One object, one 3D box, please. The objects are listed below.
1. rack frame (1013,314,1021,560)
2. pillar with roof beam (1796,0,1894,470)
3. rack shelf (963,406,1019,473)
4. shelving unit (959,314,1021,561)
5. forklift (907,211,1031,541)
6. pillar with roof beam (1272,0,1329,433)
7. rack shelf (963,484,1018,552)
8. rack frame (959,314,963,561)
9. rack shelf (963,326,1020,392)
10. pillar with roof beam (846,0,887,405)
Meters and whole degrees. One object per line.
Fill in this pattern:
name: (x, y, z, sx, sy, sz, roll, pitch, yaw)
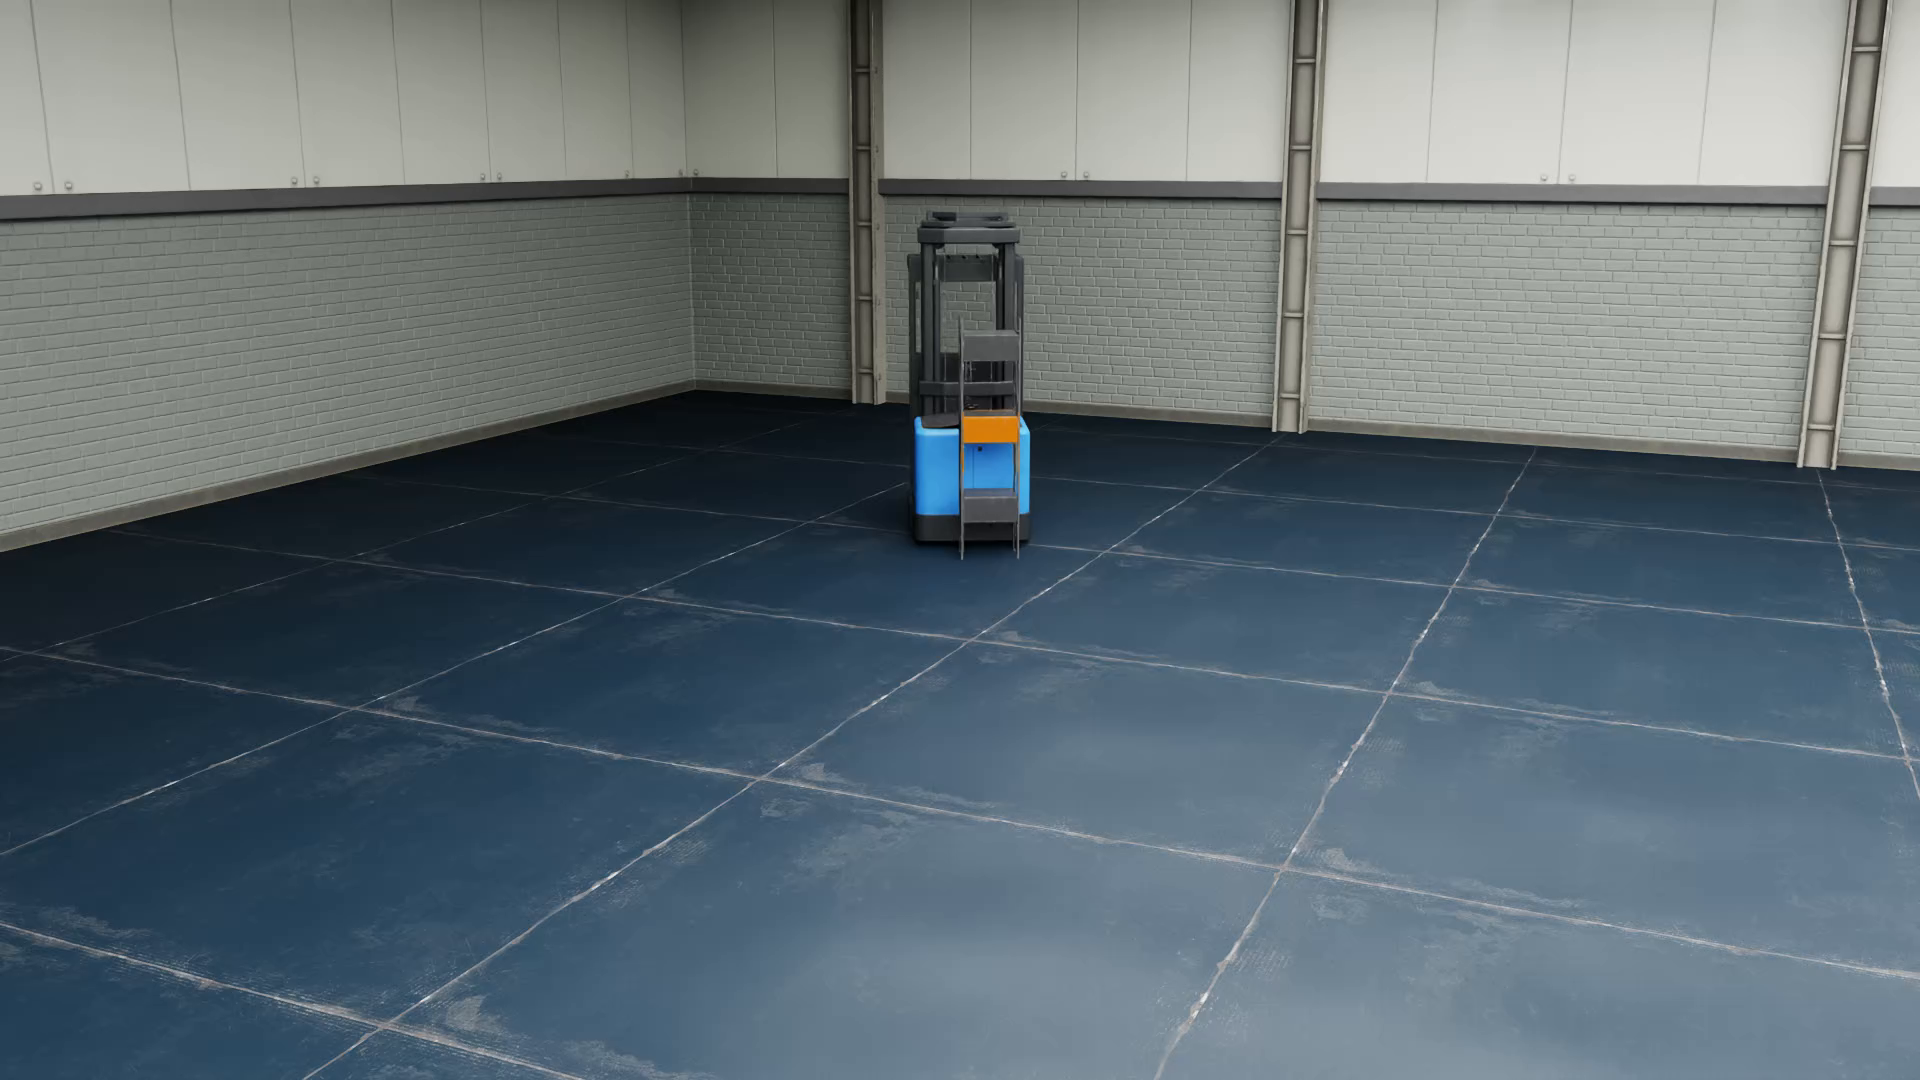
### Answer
rack frame: (0.495, -0.895, 14.468, 0.015, 2.100, 0.400, -1, 13, -4)
pillar with roof beam: (7.945, -4.321, 13.965, 0.400, 9.000, 9.100, 6, 14, 23)
rack shelf: (0.252, -0.878, 14.456, 0.480, 0.518, 0.431, -1, 13, -4)
shelving unit: (0.252, -0.891, 14.453, 0.503, 2.100, 0.431, -1, 13, -4)
forklift: (0.047, -1.695, 16.058, 1.130, 2.935, 3.031, -1, 13, -3)
pillar with roof beam: (2.459, -4.876, 16.331, 0.400, 9.000, 9.100, 6, 14, 23)
rack shelf: (0.252, -0.197, 14.616, 0.480, 0.518, 0.431, -1, 13, -4)
rack frame: (0.008, -0.888, 14.438, 0.015, 2.100, 0.400, -1, 13, -4)
rack shelf: (0.252, -1.560, 14.296, 0.480, 0.518, 0.431, -1, 13, -4)
pillar with roof beam: (-3.027, -5.431, 18.697, 0.400, 9.000, 9.100, 6, 14, 23)
